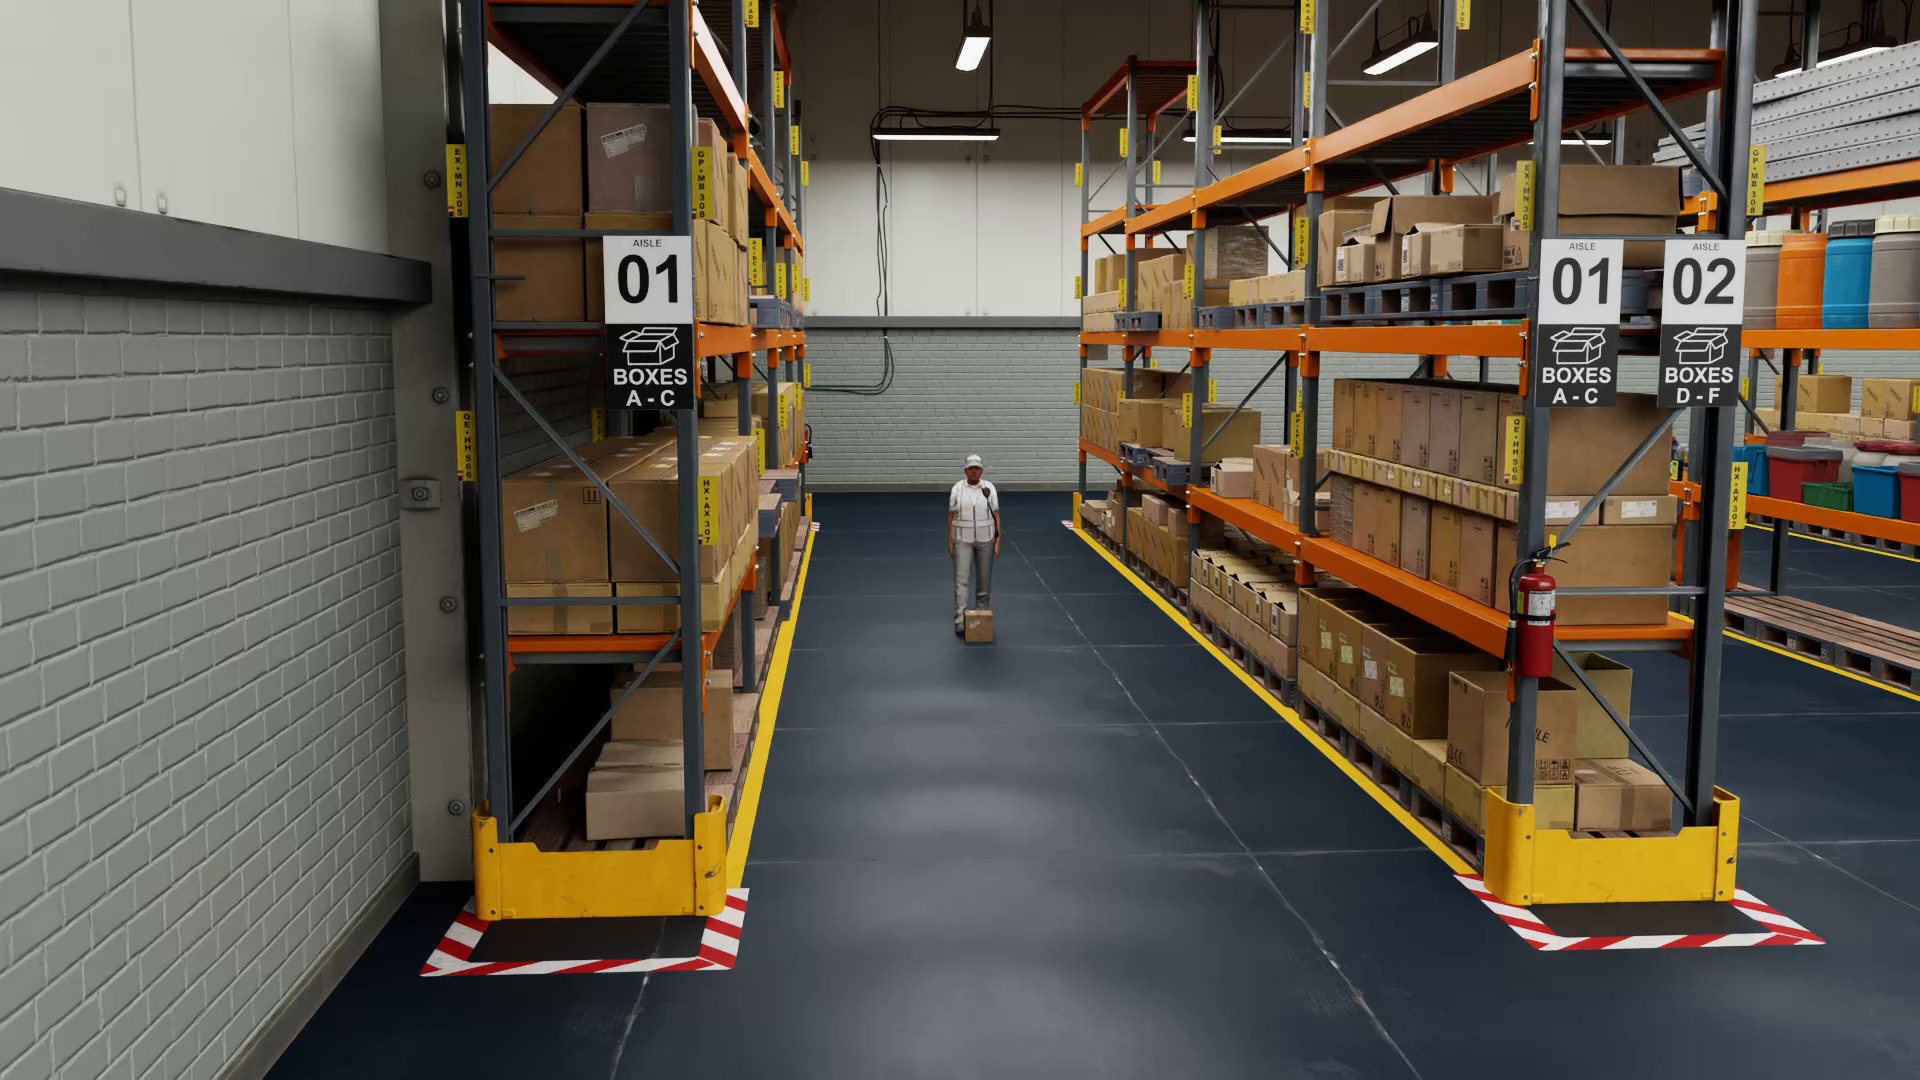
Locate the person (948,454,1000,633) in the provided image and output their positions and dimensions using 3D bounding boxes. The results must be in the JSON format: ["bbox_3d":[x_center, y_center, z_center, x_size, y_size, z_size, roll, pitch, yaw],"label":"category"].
[{"bbox_3d":[0.140,0.041,15.446,0.482,1.663,0.614,0,7,-4],"label":"person"}]
